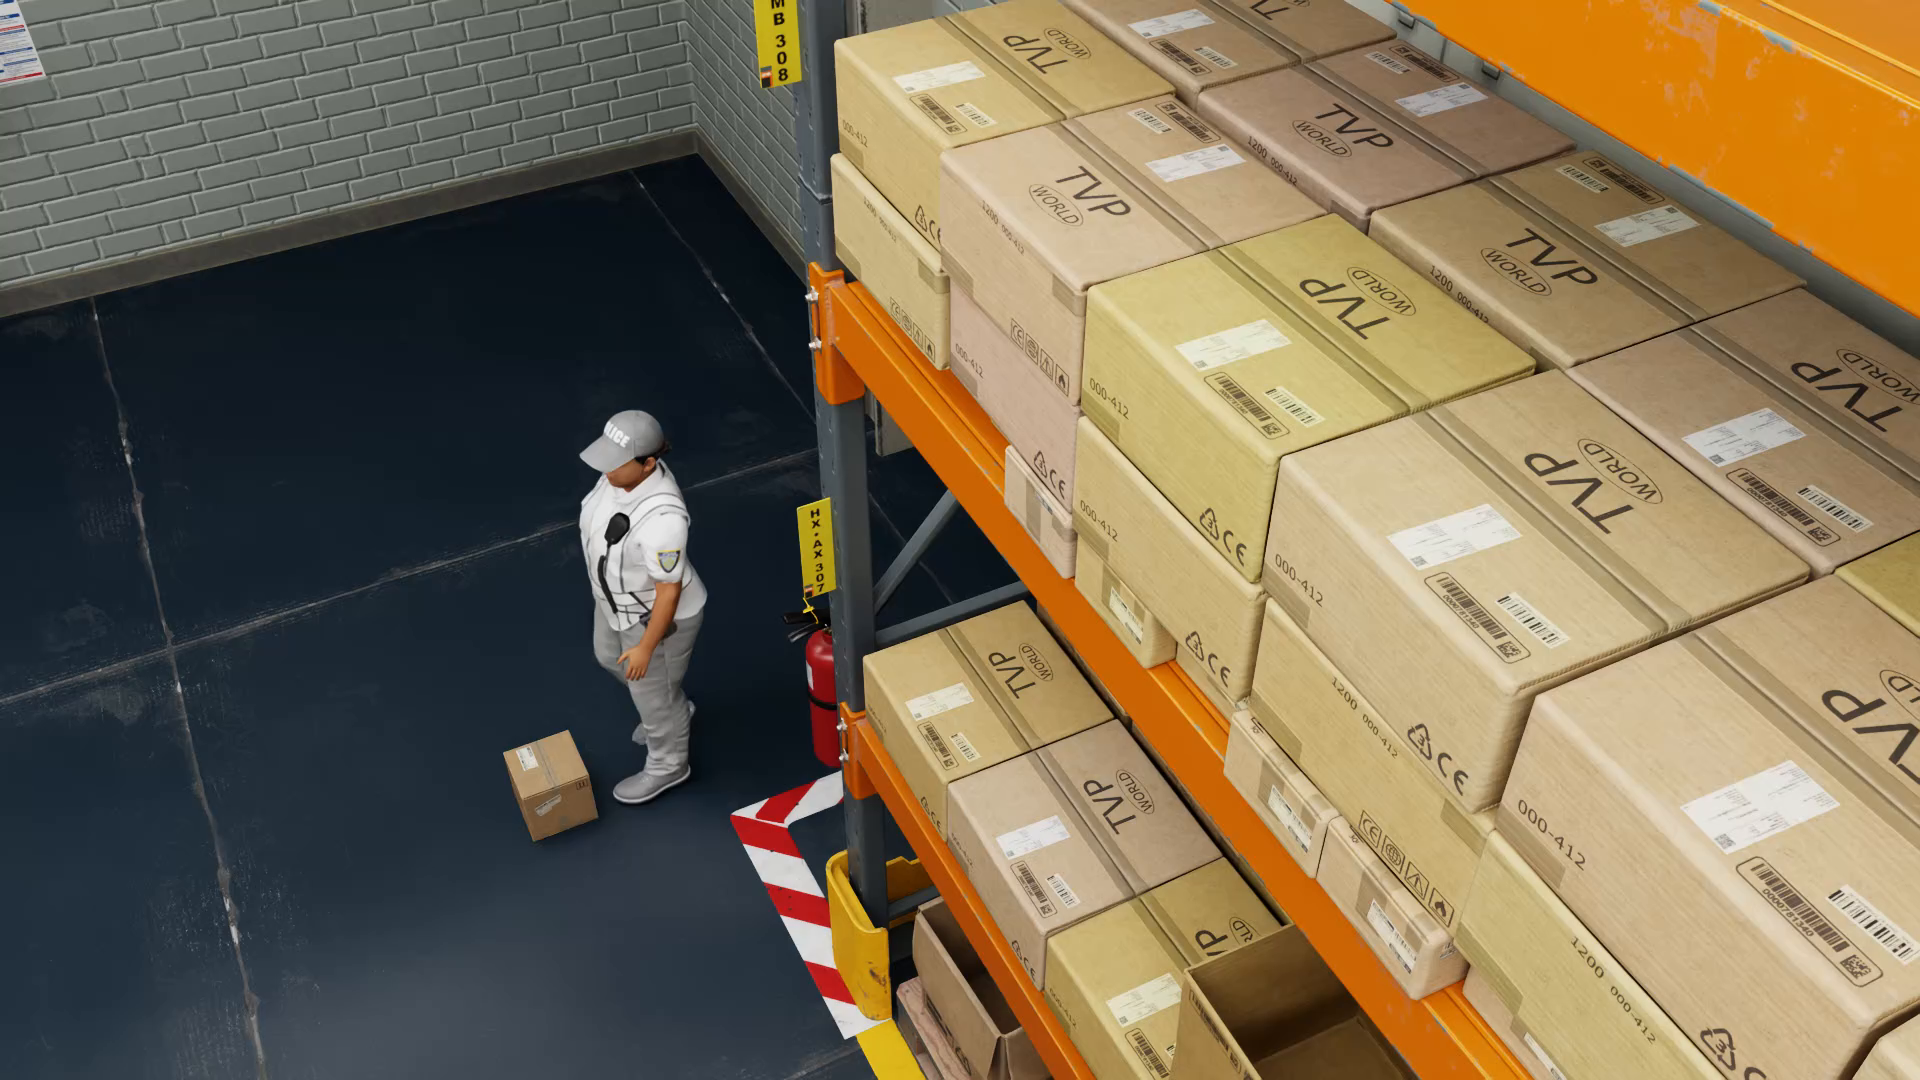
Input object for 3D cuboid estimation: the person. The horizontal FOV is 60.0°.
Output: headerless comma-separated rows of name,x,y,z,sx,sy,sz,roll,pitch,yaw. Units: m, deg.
person,-1.130,0.265,5.868,0.462,1.728,0.515,-19,45,-20
